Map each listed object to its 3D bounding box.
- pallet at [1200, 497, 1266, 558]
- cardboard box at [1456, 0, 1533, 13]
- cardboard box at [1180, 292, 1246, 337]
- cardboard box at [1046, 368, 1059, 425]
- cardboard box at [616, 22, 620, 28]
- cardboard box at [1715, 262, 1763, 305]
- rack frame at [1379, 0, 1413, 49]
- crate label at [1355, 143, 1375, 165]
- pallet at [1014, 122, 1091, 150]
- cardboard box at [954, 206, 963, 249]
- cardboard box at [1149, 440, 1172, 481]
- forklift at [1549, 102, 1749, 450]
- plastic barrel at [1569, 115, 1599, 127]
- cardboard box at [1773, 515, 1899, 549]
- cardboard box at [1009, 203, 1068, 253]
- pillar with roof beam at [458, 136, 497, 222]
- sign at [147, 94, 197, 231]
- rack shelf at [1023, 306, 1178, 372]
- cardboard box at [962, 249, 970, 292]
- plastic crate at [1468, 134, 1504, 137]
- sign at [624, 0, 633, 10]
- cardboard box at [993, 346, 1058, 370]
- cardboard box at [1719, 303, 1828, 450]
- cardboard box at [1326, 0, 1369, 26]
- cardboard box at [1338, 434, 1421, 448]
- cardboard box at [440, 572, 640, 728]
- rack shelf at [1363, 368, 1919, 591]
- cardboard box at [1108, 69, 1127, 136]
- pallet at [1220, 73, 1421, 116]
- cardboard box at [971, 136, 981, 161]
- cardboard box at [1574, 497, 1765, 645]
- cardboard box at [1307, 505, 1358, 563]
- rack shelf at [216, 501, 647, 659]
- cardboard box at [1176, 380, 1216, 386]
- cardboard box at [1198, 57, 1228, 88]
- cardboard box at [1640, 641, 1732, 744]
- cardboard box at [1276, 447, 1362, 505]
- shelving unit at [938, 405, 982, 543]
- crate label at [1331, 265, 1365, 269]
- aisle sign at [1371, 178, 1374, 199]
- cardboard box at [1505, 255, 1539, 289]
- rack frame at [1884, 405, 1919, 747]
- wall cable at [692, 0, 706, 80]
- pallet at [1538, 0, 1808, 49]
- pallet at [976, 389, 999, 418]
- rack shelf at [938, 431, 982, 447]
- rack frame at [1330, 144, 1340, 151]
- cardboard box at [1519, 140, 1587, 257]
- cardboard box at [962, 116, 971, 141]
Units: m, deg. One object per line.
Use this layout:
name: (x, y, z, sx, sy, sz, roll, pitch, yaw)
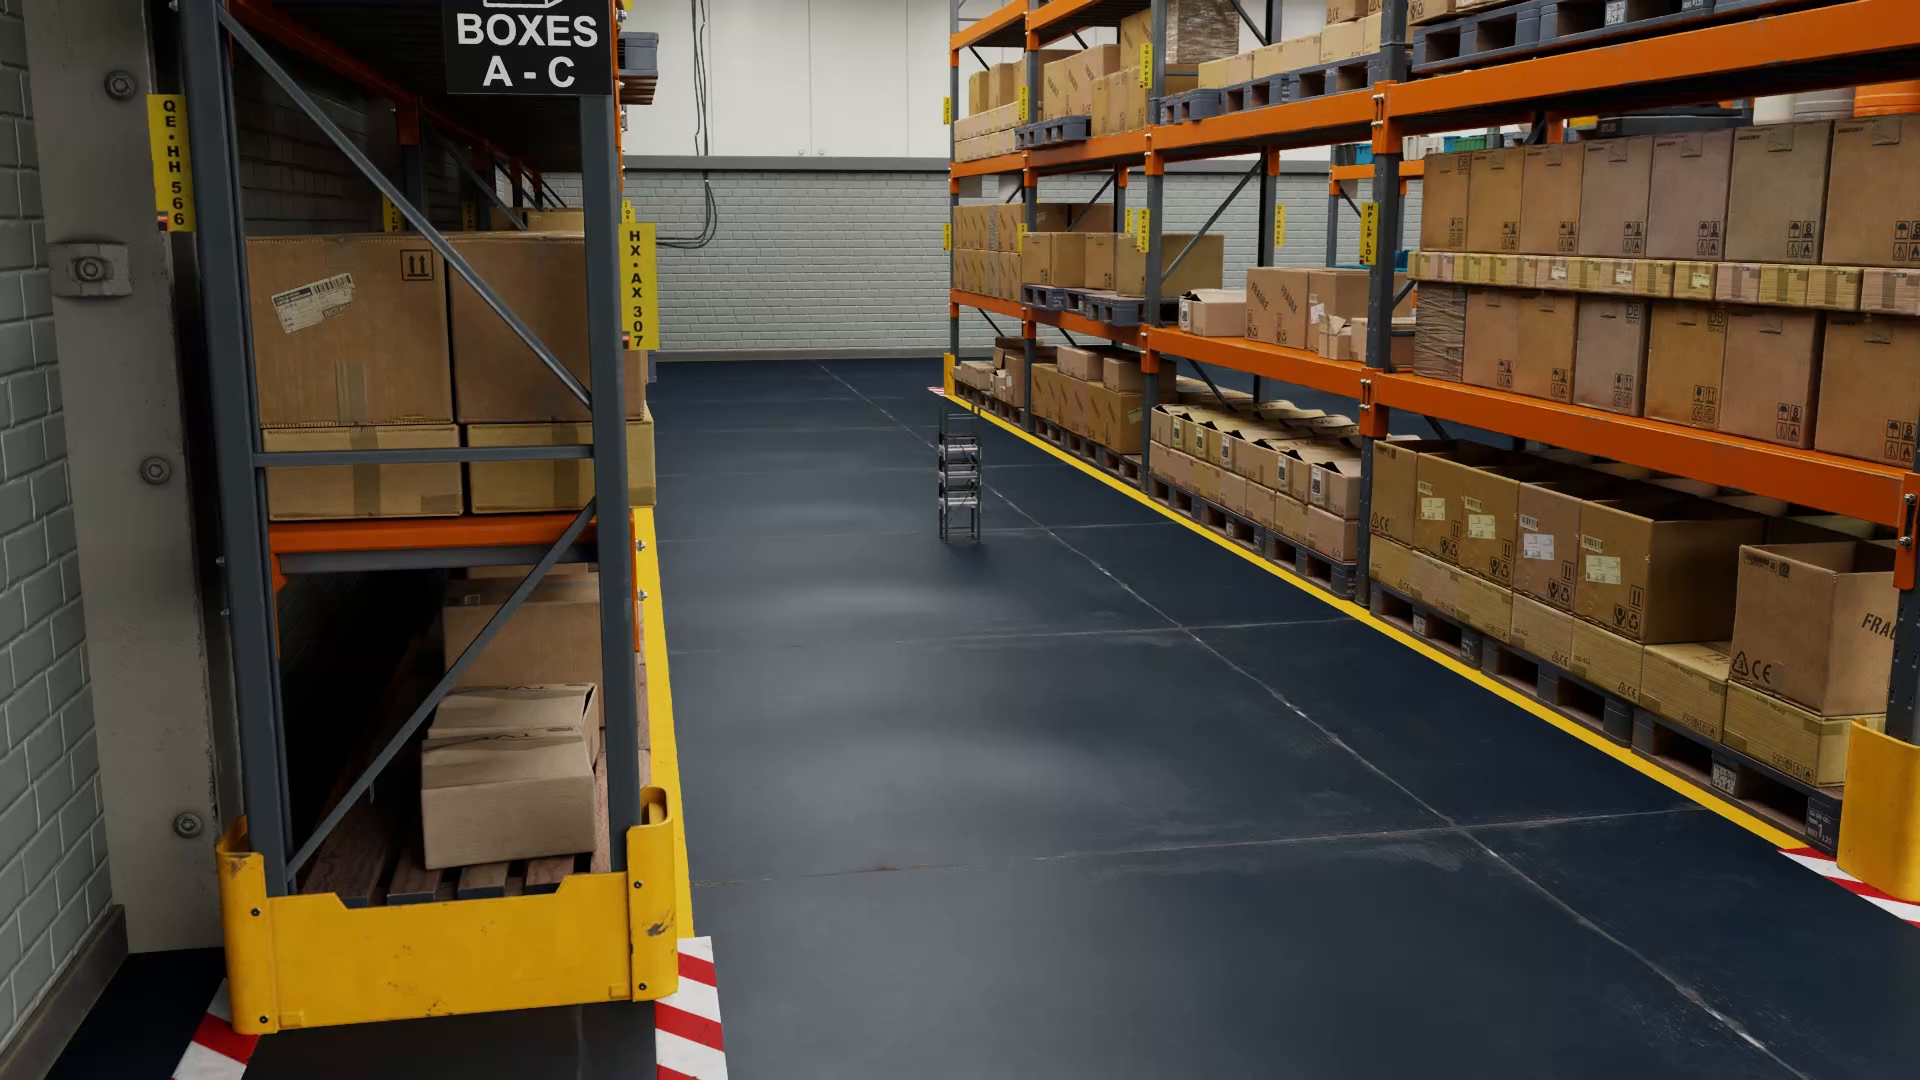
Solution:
pallet: (2.292, -0.113, 11.225, 1.003, 0.211, 1.213, -2, 11, -11)
cardboard box: (2.658, -2.629, 7.704, 0.500, 0.311, 0.500, -3, 11, -14)
cardboard box: (1.920, -1.644, 12.048, 0.500, 0.311, 0.500, -2, 11, -12)
cardboard box: (1.128, -1.385, 15.961, 0.500, 0.500, 0.500, -2, 11, -10)
cardboard box: (-1.486, -2.106, 5.894, 0.500, 0.500, 0.500, -1, 11, -7)
cardboard box: (3.082, -0.963, 6.233, 0.380, 0.149, 0.250, -2, 11, -10)
rack frame: (2.714, -4.072, 8.523, 1.000, 3.000, 0.127, -2, 11, -11)
crate label: (5.102, -4.725, 20.373, 0.408, 0.251, 0.502, -2, 11, -11)
pallet: (1.216, -3.851, 15.888, 1.213, 0.211, 1.003, -2, 11, -11)
cardboard box: (0.208, -3.775, 20.067, 0.500, 0.500, 0.500, -2, 11, -9)
cardboard box: (1.750, -0.607, 12.596, 0.500, 0.250, 0.500, -2, 11, -11)
forklift: (4.738, -1.655, 12.052, 1.130, 2.935, 3.031, -2, 11, -8)
plastic barrel: (6.394, -4.384, 16.558, 0.600, 0.588, 0.600, 0, 11, 0)
cardboard box: (3.507, 0.187, 6.418, 0.500, 0.500, 0.500, -2, 11, -11)
cardboard box: (0.806, -3.216, 17.128, 0.500, 0.500, 0.500, -2, 11, -11)
pillar with roof beam: (-0.462, -5.612, 16.614, 9.100, 9.000, 0.400, -2, 11, -11)
sign: (-1.915, -0.918, 4.055, 0.100, 0.325, 0.005, -2, 11, -11)
rack shelf: (1.547, -1.872, 14.933, 1.077, 0.370, 4.000, -2, 11, -11)
cardboard box: (0.313, -3.189, 19.664, 0.500, 0.500, 0.500, -2, 11, -12)
plastic crate: (6.045, -4.419, 18.717, 0.497, 0.269, 0.590, -2, 11, -11)
sign: (-1.614, -2.693, 7.916, 0.100, 0.325, 0.005, -2, 11, -11)
cardboard box: (0.787, -1.926, 18.795, 0.797, 0.503, 0.637, -2, 11, -11)
cardboard box: (3.307, -0.623, 6.178, 0.700, 0.500, 0.500, -2, 11, -10)
cardboard box: (2.499, -3.318, 9.855, 0.500, 0.500, 0.500, -1, 11, -6)
cardboard box: (2.684, -0.528, 10.677, 0.500, 0.311, 0.500, -2, 11, -13)
cardboard box: (-1.617, 0.430, 6.422, 0.700, 0.500, 0.500, -3, 11, -15)
rack shelf: (3.103, -0.405, 7.224, 1.077, 0.370, 4.000, -2, 11, -11)
cardboard box: (1.719, -3.553, 13.554, 0.910, 0.500, 0.500, -2, 11, -11)
pallet: (2.376, -2.913, 10.962, 1.003, 0.211, 1.213, -2, 11, -8)
cardboard box: (0.414, -4.438, 18.872, 0.500, 0.250, 0.500, -2, 11, -11)
cardboard box: (2.887, 0.114, 6.798, 0.500, 0.500, 0.500, -2, 11, -11)
cardboard box: (2.349, -0.046, 9.646, 0.500, 0.250, 0.500, -2, 11, -12)
rack shelf: (-1.756, -0.224, 6.274, 1.077, 0.370, 4.000, -2, 11, -11)
cardboard box: (1.928, -1.129, 14.612, 0.500, 0.500, 0.500, -2, 11, -12)
cardboard box: (2.079, -3.383, 12.206, 0.500, 0.250, 0.500, -3, 11, -15)
cardboard box: (2.989, 0.574, 6.387, 0.500, 0.250, 0.500, -2, 11, -11)
cardboard box: (2.246, -0.415, 10.085, 0.500, 0.311, 0.500, -2, 11, -9)
shelving unit: (-0.002, -0.444, 11.120, 0.258, 0.900, 0.210, -2, 11, -11)
crate label: (4.964, -3.395, 21.299, 0.416, 0.233, 0.303, -2, 11, -11)
aisle sign: (5.513, -4.806, 21.472, 0.394, 0.787, 0.004, -2, 11, -11)
cardboard box: (2.776, -1.249, 7.734, 0.380, 0.149, 0.250, -2, 11, -13)
rack frame: (3.492, -0.391, 5.230, 1.000, 3.000, 0.127, -2, 11, -11)
wall cable: (-2.574, -8.196, 24.990, 3.097, 2.526, 0.112, -2, 11, -11)
pallet: (3.139, -2.176, 6.822, 1.003, 0.211, 1.213, -2, 11, -11)
pallet: (0.785, -1.572, 18.894, 1.003, 0.211, 1.213, -2, 11, -11)
rack shelf: (-0.002, -0.676, 11.076, 0.258, 0.077, 0.200, -2, 11, -11)
rack frame: (5.239, -6.452, 21.029, 1.000, 3.000, 0.127, -2, 11, -11)
cardboard box: (3.003, -1.546, 7.558, 0.700, 0.500, 0.500, -2, 11, -11)
cardboard box: (0.315, -4.776, 19.306, 0.500, 0.250, 0.500, -2, 11, -11)
